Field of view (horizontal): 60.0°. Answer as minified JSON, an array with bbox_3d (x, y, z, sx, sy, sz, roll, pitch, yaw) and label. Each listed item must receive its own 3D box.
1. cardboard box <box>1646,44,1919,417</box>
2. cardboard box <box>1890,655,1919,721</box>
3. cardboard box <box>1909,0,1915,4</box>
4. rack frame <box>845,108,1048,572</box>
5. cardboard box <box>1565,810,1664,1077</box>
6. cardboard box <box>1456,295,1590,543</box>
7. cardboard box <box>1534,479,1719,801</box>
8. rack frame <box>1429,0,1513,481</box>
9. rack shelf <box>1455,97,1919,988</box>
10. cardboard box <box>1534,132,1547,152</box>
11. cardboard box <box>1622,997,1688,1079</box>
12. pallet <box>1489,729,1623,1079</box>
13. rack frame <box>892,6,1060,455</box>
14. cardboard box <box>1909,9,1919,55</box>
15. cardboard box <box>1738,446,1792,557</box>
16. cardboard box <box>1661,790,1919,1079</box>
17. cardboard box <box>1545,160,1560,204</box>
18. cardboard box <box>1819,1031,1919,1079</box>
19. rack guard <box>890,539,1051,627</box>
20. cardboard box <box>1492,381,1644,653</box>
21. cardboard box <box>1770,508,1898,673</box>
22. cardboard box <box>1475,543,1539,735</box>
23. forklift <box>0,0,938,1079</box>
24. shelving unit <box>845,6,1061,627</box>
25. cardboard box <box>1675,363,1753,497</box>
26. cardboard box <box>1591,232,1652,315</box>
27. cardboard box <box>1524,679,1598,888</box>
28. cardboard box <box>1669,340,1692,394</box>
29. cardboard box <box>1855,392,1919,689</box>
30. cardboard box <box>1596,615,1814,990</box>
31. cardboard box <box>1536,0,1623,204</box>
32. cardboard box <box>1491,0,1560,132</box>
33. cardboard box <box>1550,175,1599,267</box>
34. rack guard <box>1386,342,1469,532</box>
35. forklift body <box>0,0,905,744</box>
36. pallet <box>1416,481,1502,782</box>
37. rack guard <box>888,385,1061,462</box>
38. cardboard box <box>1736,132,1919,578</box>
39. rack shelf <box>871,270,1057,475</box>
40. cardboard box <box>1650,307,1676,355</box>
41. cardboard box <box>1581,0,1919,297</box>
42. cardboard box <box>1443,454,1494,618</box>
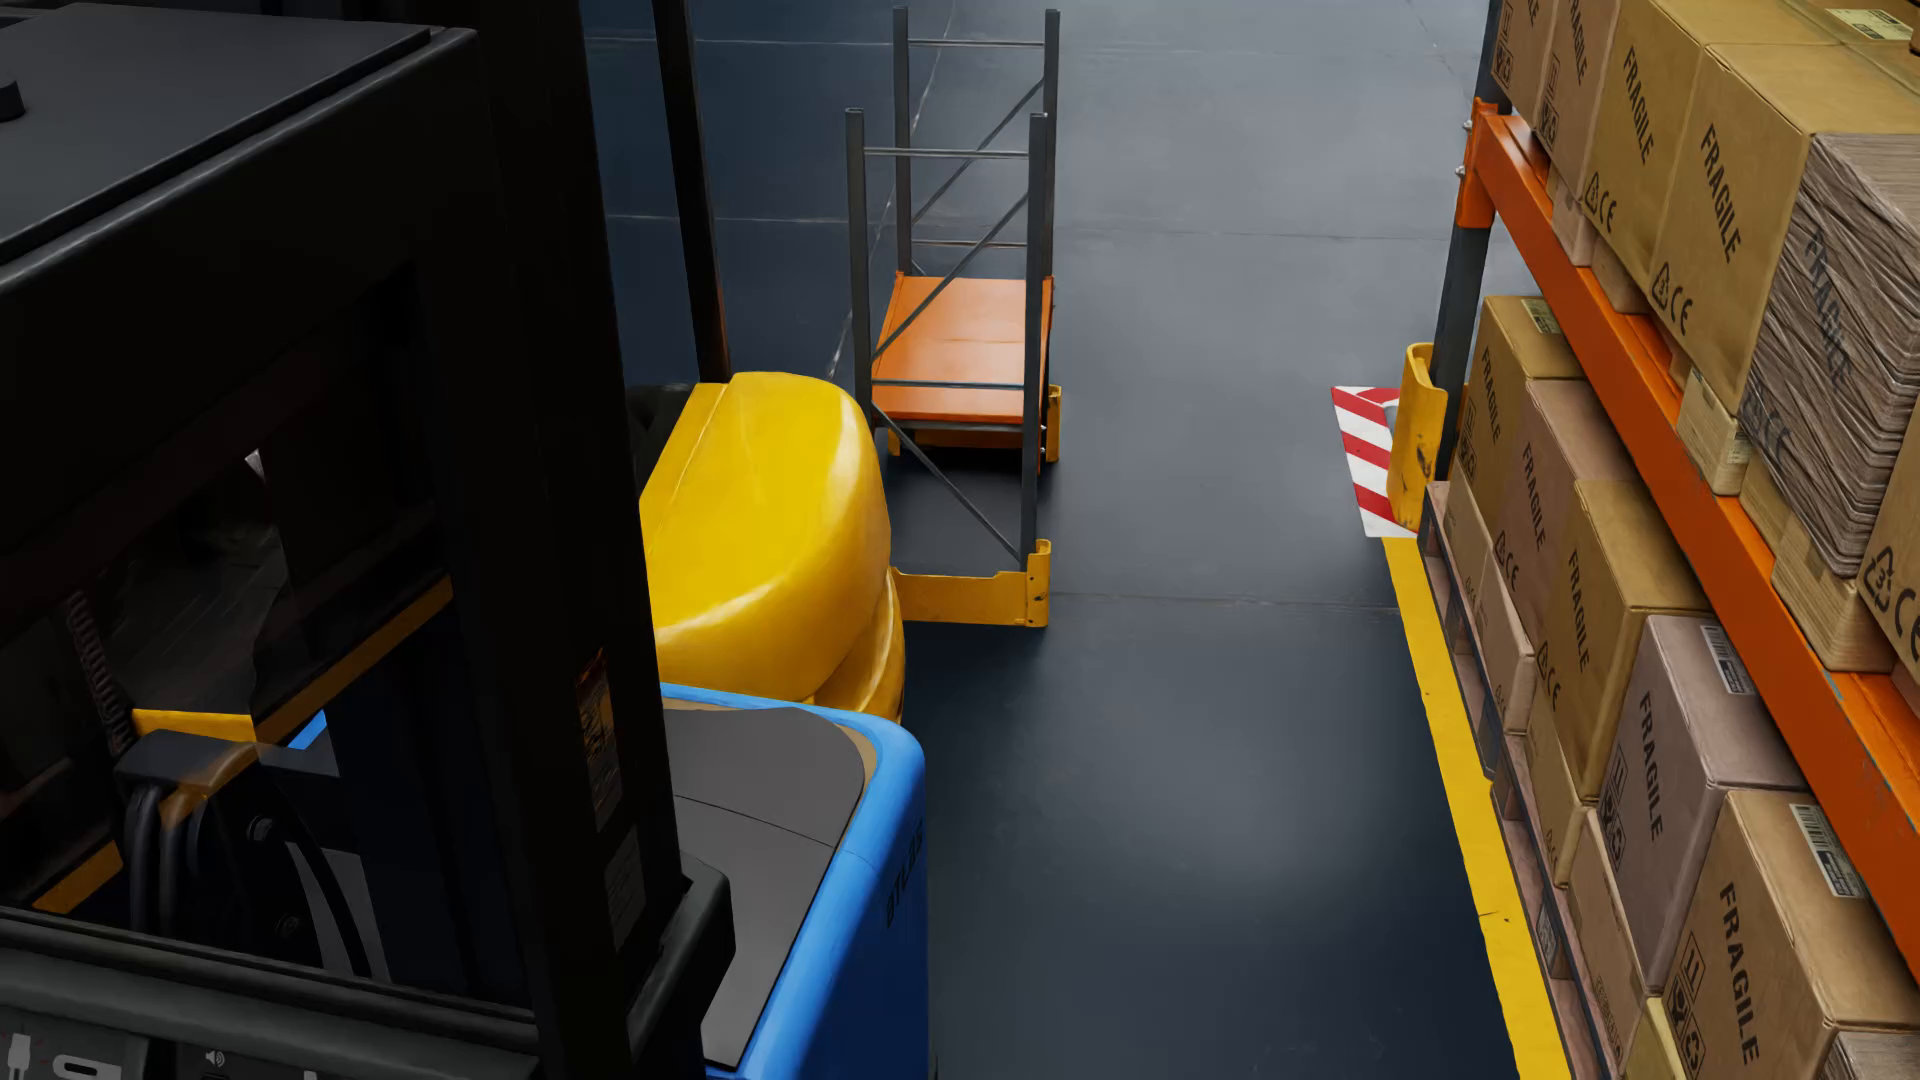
[{"bbox_3d":[1.571,-0.541,2.890,0.500,0.500,0.500,2,32,3],"label":"cardboard box"},{"bbox_3d":[1.542,0.213,2.285,0.380,0.149,0.250,2,32,3],"label":"cardboard box"},{"bbox_3d":[2.139,-0.762,3.248,0.500,0.500,0.500,2,32,4],"label":"cardboard box"},{"bbox_3d":[-0.034,-0.417,4.498,0.500,1.500,0.032,2,32,4],"label":"rack frame"},{"bbox_3d":[1.532,0.807,3.302,0.500,0.250,0.500,3,32,5],"label":"cardboard box"},{"bbox_3d":[1.656,-0.316,4.410,0.500,0.500,0.500,1,32,2],"label":"cardboard box"},{"bbox_3d":[1.569,0.219,3.541,0.500,0.500,0.500,3,32,5],"label":"cardboard box"},{"bbox_3d":[1.998,-1.411,4.681,1.000,3.000,0.127,2,32,4],"label":"rack frame"},{"bbox_3d":[1.836,-0.059,3.173,1.077,0.370,4.000,2,32,4],"label":"rack shelf"},{"bbox_3d":[1.764,-1.136,4.473,0.380,0.149,0.250,3,32,4],"label":"cardboard box"},{"bbox_3d":[1.486,1.073,2.871,0.500,0.250,0.500,2,32,3],"label":"cardboard box"},{"bbox_3d":[1.789,0.875,3.629,1.003,0.211,1.213,2,32,4],"label":"pallet"},{"bbox_3d":[0.048,-0.949,5.360,0.500,1.500,0.032,2,32,4],"label":"rack frame"},{"bbox_3d":[2.008,-0.939,2.583,0.700,0.500,0.500,2,32,4],"label":"cardboard box"},{"bbox_3d":[1.525,-0.058,2.724,0.380,0.149,0.250,2,32,3],"label":"cardboard box"},{"bbox_3d":[1.493,0.766,2.654,0.500,0.500,0.500,3,32,5],"label":"cardboard box"},{"bbox_3d":[1.656,-0.868,4.038,0.380,0.149,0.250,1,32,2],"label":"cardboard box"},{"bbox_3d":[1.453,1.032,2.222,0.500,0.500,0.500,2,32,3],"label":"cardboard box"},{"bbox_3d":[-0.034,0.114,4.827,0.587,0.250,0.087,2,32,4],"label":"rack guard"},{"bbox_3d":[1.618,-0.043,3.966,0.500,0.500,0.500,1,32,2],"label":"cardboard box"},{"bbox_3d":[1.475,0.075,2.509,0.380,0.149,0.250,2,32,3],"label":"cardboard box"},{"bbox_3d":[1.608,0.257,4.194,0.500,0.250,0.500,4,32,6],"label":"cardboard box"},{"bbox_3d":[-0.891,0.651,1.400,1.130,2.935,3.031,7,32,12],"label":"forklift"},{"bbox_3d":[0.006,-0.678,4.921,0.587,1.500,1.083,2,32,4],"label":"shelving unit"},{"bbox_3d":[1.510,-0.194,2.945,0.380,0.149,0.250,3,32,4],"label":"cardboard box"},{"bbox_3d":[1.602,-0.600,3.604,0.380,0.149,0.250,3,32,5],"label":"cardboard box"},{"bbox_3d":[1.576,0.543,3.730,0.500,0.250,0.500,5,32,7],"label":"cardboard box"},{"bbox_3d":[1.589,-0.323,3.154,0.380,0.149,0.250,2,32,3],"label":"cardboard box"},{"bbox_3d":[1.496,-0.001,2.014,0.500,0.500,0.500,3,32,6],"label":"cardboard box"},{"bbox_3d":[1.534,0.499,3.087,0.500,0.500,0.500,4,32,7],"label":"cardboard box"},{"bbox_3d":[1.644,-1.074,3.754,0.500,0.500,0.500,3,32,5],"label":"cardboard box"},{"bbox_3d":[1.683,-1.345,4.194,0.500,0.500,0.500,2,32,3],"label":"cardboard box"},{"bbox_3d":[1.589,-0.737,3.826,0.380,0.149,0.250,3,32,5],"label":"cardboard box"},{"bbox_3d":[1.992,-0.307,5.272,1.175,0.500,0.348,2,32,4],"label":"rack guard"},{"bbox_3d":[-1.285,-0.191,3.509,2.313,2.155,1.214,2,32,4],"label":"forklift body"},{"bbox_3d":[1.891,0.239,4.661,1.003,0.211,1.213,2,32,4],"label":"pallet"},{"bbox_3d":[0.047,-0.407,5.672,0.587,0.250,0.087,2,32,4],"label":"rack guard"},{"bbox_3d":[1.534,-0.273,2.455,0.500,0.500,0.500,3,32,5],"label":"cardboard box"},{"bbox_3d":[0.007,-0.530,5.023,0.538,0.185,1.000,2,32,4],"label":"rack shelf"},{"bbox_3d":[1.640,-0.459,3.376,0.380,0.149,0.250,3,32,6],"label":"cardboard box"},{"bbox_3d":[1.604,-0.807,3.322,0.500,0.500,0.500,2,32,3],"label":"cardboard box"},{"bbox_3d":[1.657,-0.009,4.627,0.500,0.250,0.500,2,32,4],"label":"cardboard box"}]
